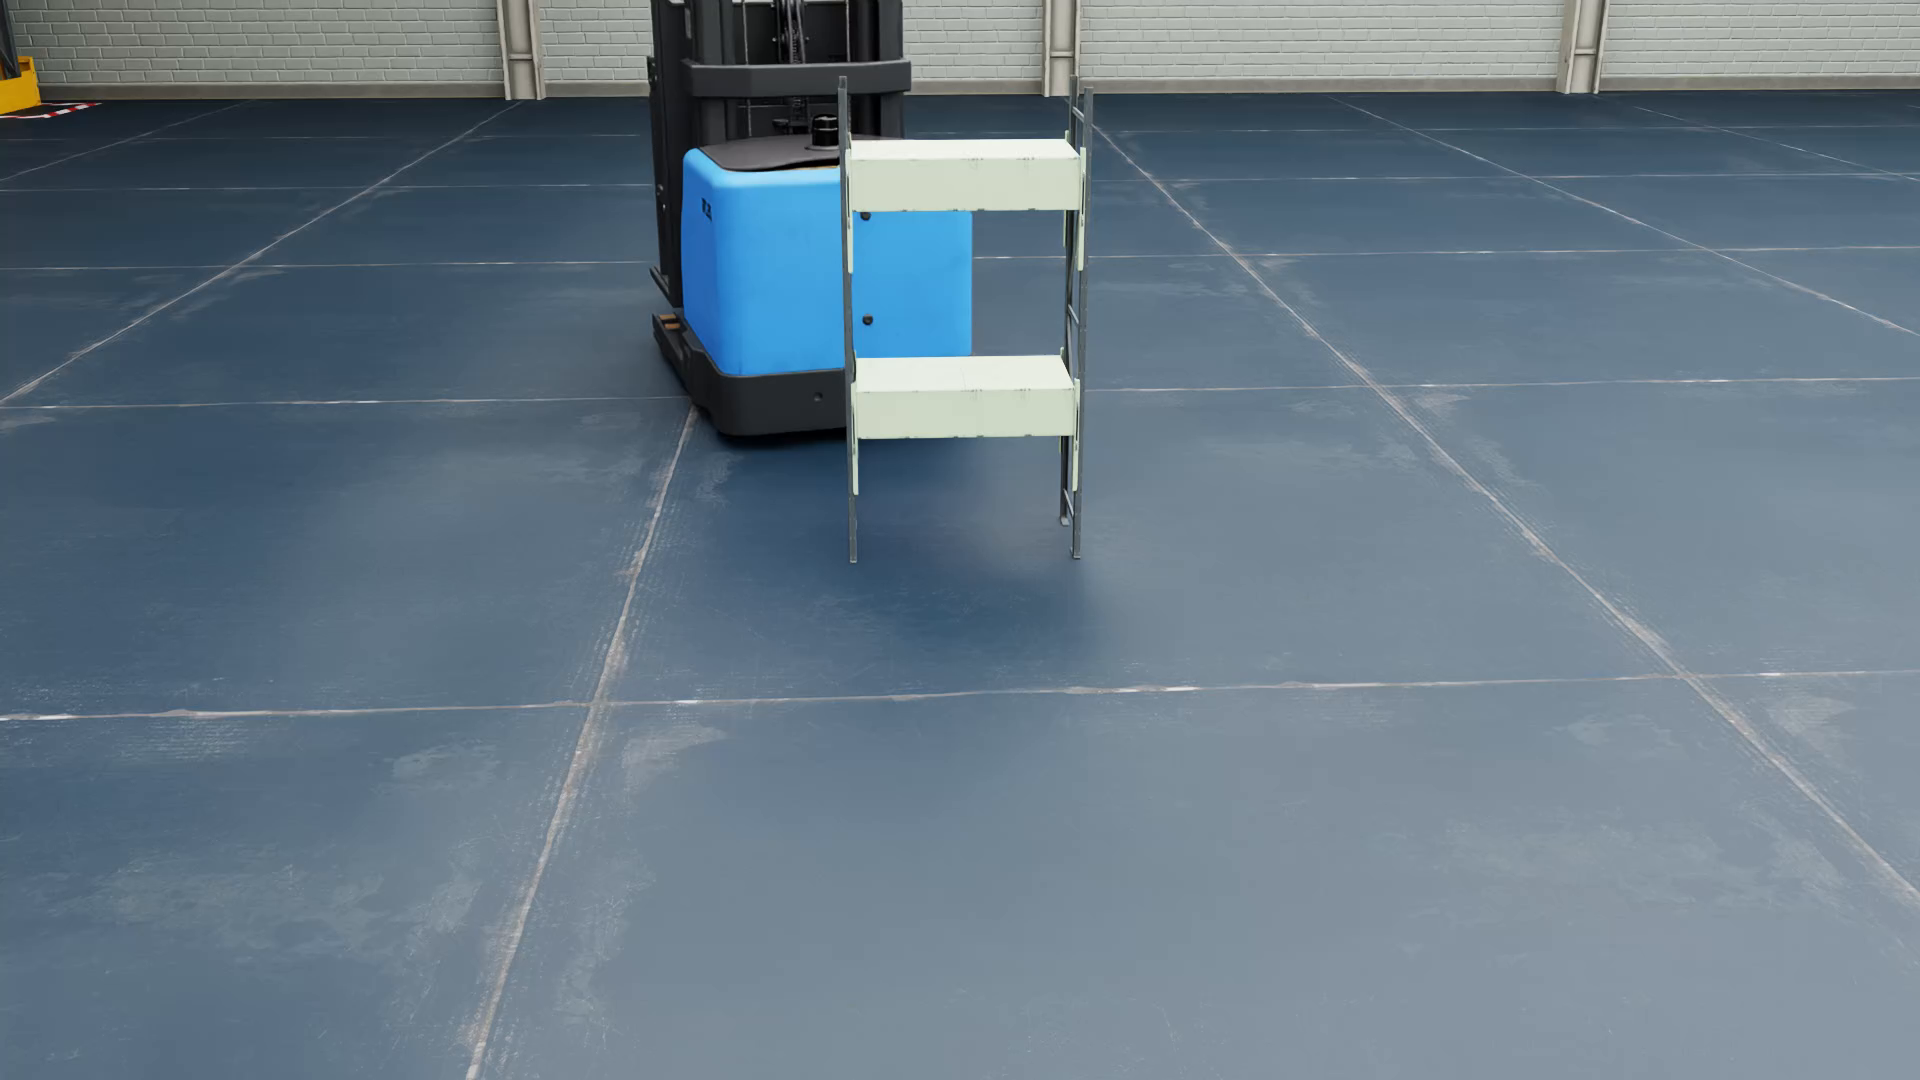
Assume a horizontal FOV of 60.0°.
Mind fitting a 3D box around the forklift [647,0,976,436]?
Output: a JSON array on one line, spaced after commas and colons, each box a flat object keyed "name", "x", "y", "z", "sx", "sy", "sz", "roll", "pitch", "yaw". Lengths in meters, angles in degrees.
[{"name": "forklift", "x": -0.858, "y": -2.267, "z": 7.456, "sx": 1.130, "sy": 2.935, "sz": 3.031, "roll": -6, "pitch": 22, "yaw": -16}]

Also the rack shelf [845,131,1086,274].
[{"name": "rack shelf", "x": 0.007, "y": -1.066, "z": 5.216, "sx": 0.720, "sy": 0.370, "sz": 0.431, "roll": -1, "pitch": 21, "yaw": -3}]

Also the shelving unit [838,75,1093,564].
[{"name": "shelving unit", "x": 0.007, "y": -0.701, "z": 5.354, "sx": 0.755, "sy": 1.500, "sz": 0.431, "roll": -1, "pitch": 21, "yaw": -3}]

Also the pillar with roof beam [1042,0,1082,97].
[{"name": "pillar with roof beam", "x": 1.384, "y": -7.737, "z": 13.296, "sx": 0.400, "sy": 9.000, "sz": 9.100, "roll": -1, "pitch": 21, "yaw": -3}]

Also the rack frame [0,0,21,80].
[{"name": "rack frame", "x": -10.095, "y": -5.913, "z": 16.936, "sx": 0.127, "sy": 3.000, "sz": 1.000, "roll": -1, "pitch": 21, "yaw": -3}]

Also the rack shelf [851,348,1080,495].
[{"name": "rack shelf", "x": 0.007, "y": -0.396, "z": 5.470, "sx": 0.720, "sy": 0.370, "sz": 0.431, "roll": -1, "pitch": 21, "yaw": -3}]

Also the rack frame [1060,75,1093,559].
[{"name": "rack frame", "x": 0.372, "y": -0.708, "z": 5.374, "sx": 0.023, "sy": 1.500, "sz": 0.400, "roll": -1, "pitch": 21, "yaw": -3}]

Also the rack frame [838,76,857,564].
[{"name": "rack frame", "x": -0.359, "y": -0.694, "z": 5.335, "sx": 0.023, "sy": 1.500, "sz": 0.400, "roll": -1, "pitch": 21, "yaw": -3}]

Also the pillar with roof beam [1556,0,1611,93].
[{"name": "pillar with roof beam", "x": 7.375, "y": -7.859, "z": 13.616, "sx": 0.400, "sy": 9.000, "sz": 9.100, "roll": -1, "pitch": 21, "yaw": -3}]

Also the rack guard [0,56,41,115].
[{"name": "rack guard", "x": -10.071, "y": -4.745, "z": 17.382, "sx": 0.348, "sy": 0.500, "sz": 1.175, "roll": -1, "pitch": 21, "yaw": -3}]

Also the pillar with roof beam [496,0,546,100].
[{"name": "pillar with roof beam", "x": -4.606, "y": -7.615, "z": 12.975, "sx": 0.400, "sy": 9.000, "sz": 9.100, "roll": -1, "pitch": 21, "yaw": -3}]
